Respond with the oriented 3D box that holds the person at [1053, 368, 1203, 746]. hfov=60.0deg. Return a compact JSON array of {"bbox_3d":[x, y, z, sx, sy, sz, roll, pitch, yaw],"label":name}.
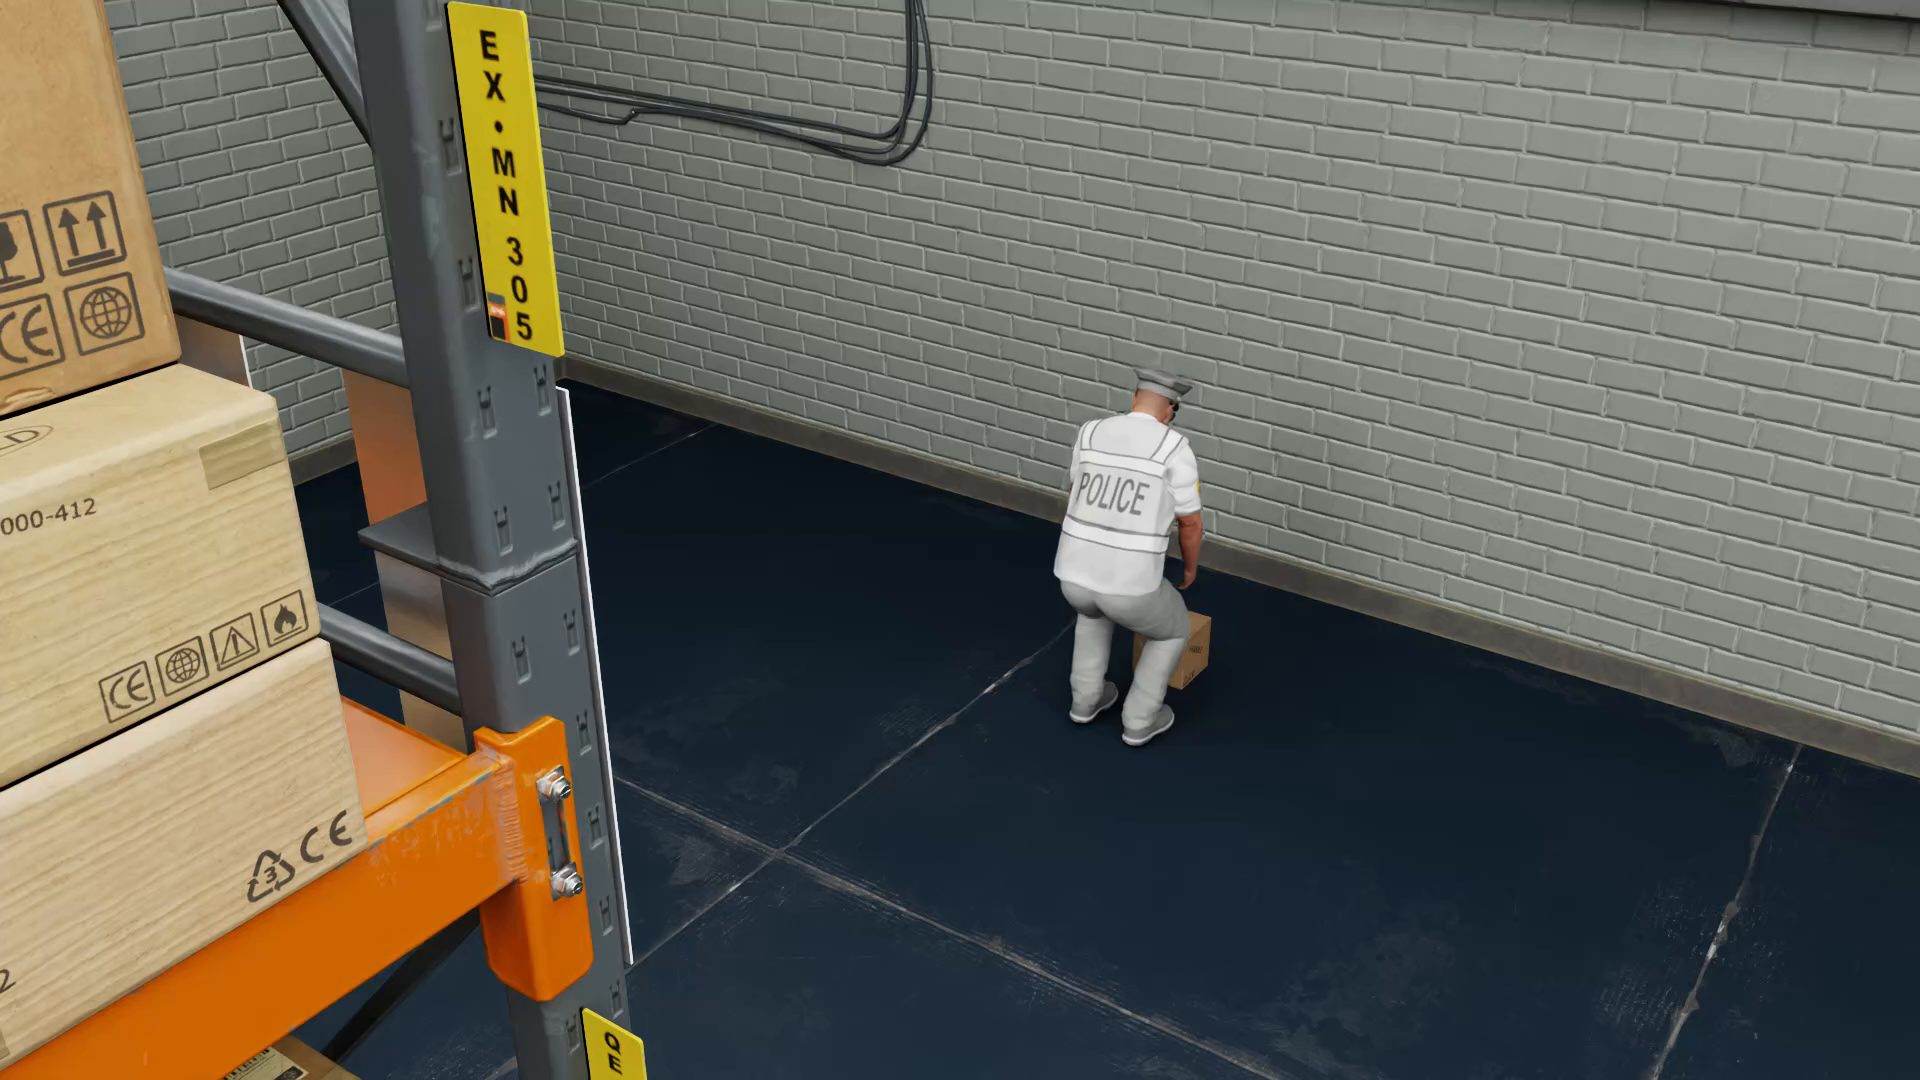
[{"bbox_3d":[0.667,0.071,6.763,0.588,1.496,0.751,17,32,31],"label":"person"}]
